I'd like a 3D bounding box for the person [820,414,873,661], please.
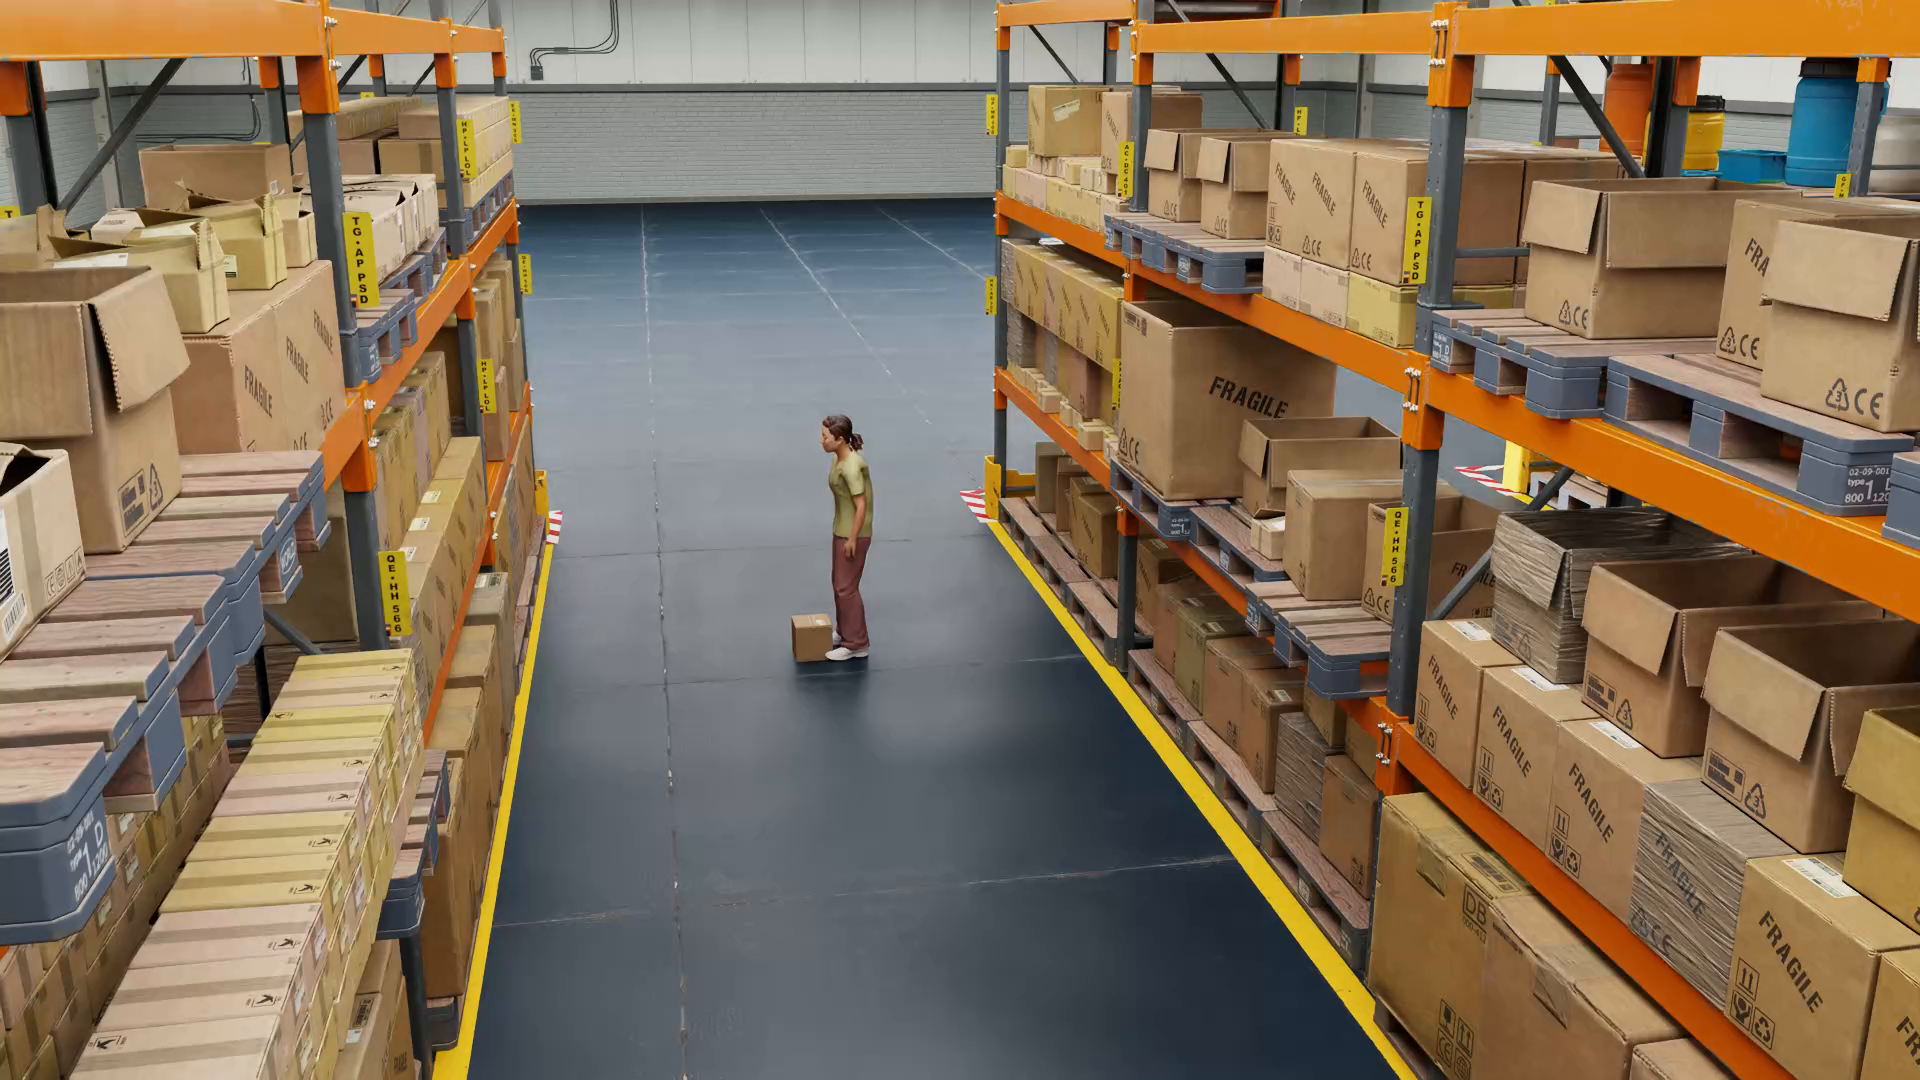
[{"bbox_3d":[-0.765,-0.029,11.146,0.357,1.669,0.519,-4,17,-13],"label":"person"}]
